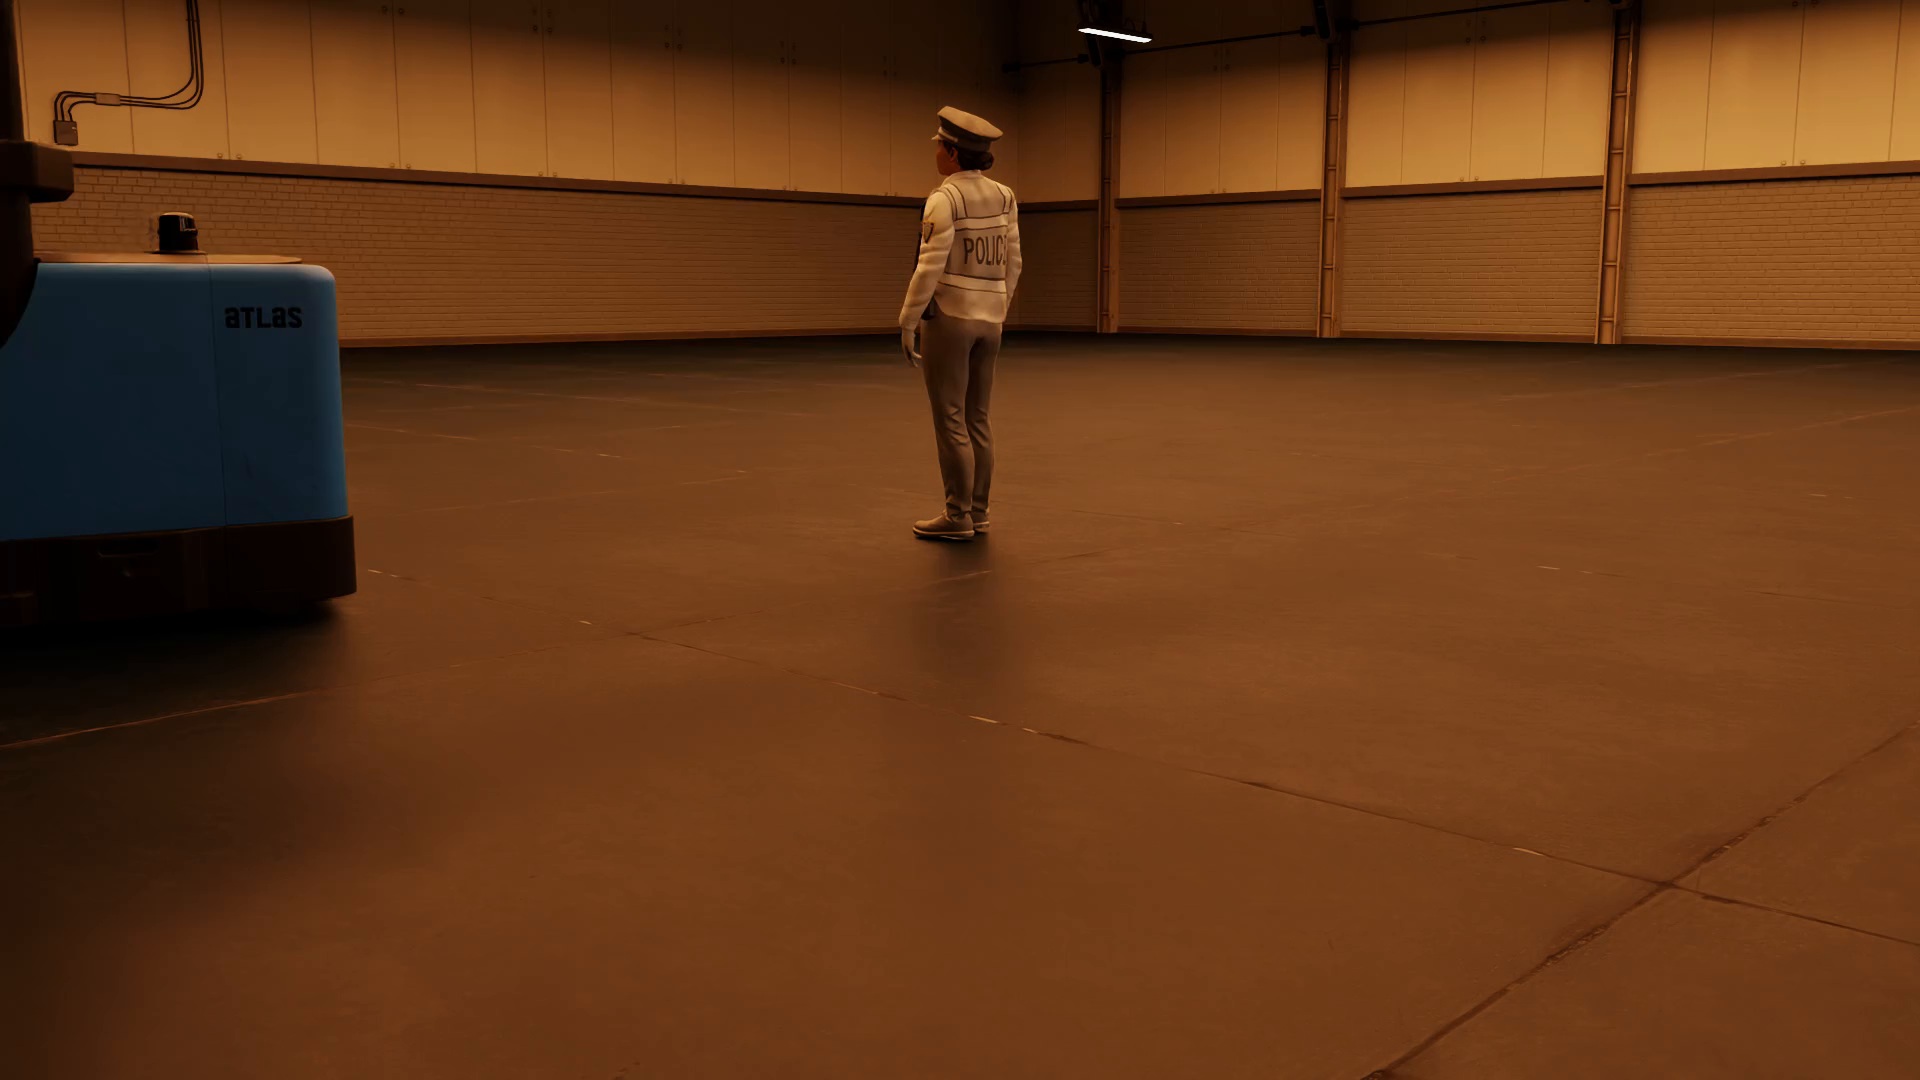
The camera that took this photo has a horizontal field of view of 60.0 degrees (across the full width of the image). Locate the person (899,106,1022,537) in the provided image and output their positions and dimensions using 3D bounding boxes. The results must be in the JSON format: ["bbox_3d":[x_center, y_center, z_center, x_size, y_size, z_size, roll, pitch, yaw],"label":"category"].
[{"bbox_3d":[-0.045,-0.853,6.642,0.531,1.695,0.587,8,12,43],"label":"person"}]

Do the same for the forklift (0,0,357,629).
[{"bbox_3d":[-3.405,-1.161,4.587,3.031,2.935,1.130,-5,10,-30],"label":"forklift"}]
